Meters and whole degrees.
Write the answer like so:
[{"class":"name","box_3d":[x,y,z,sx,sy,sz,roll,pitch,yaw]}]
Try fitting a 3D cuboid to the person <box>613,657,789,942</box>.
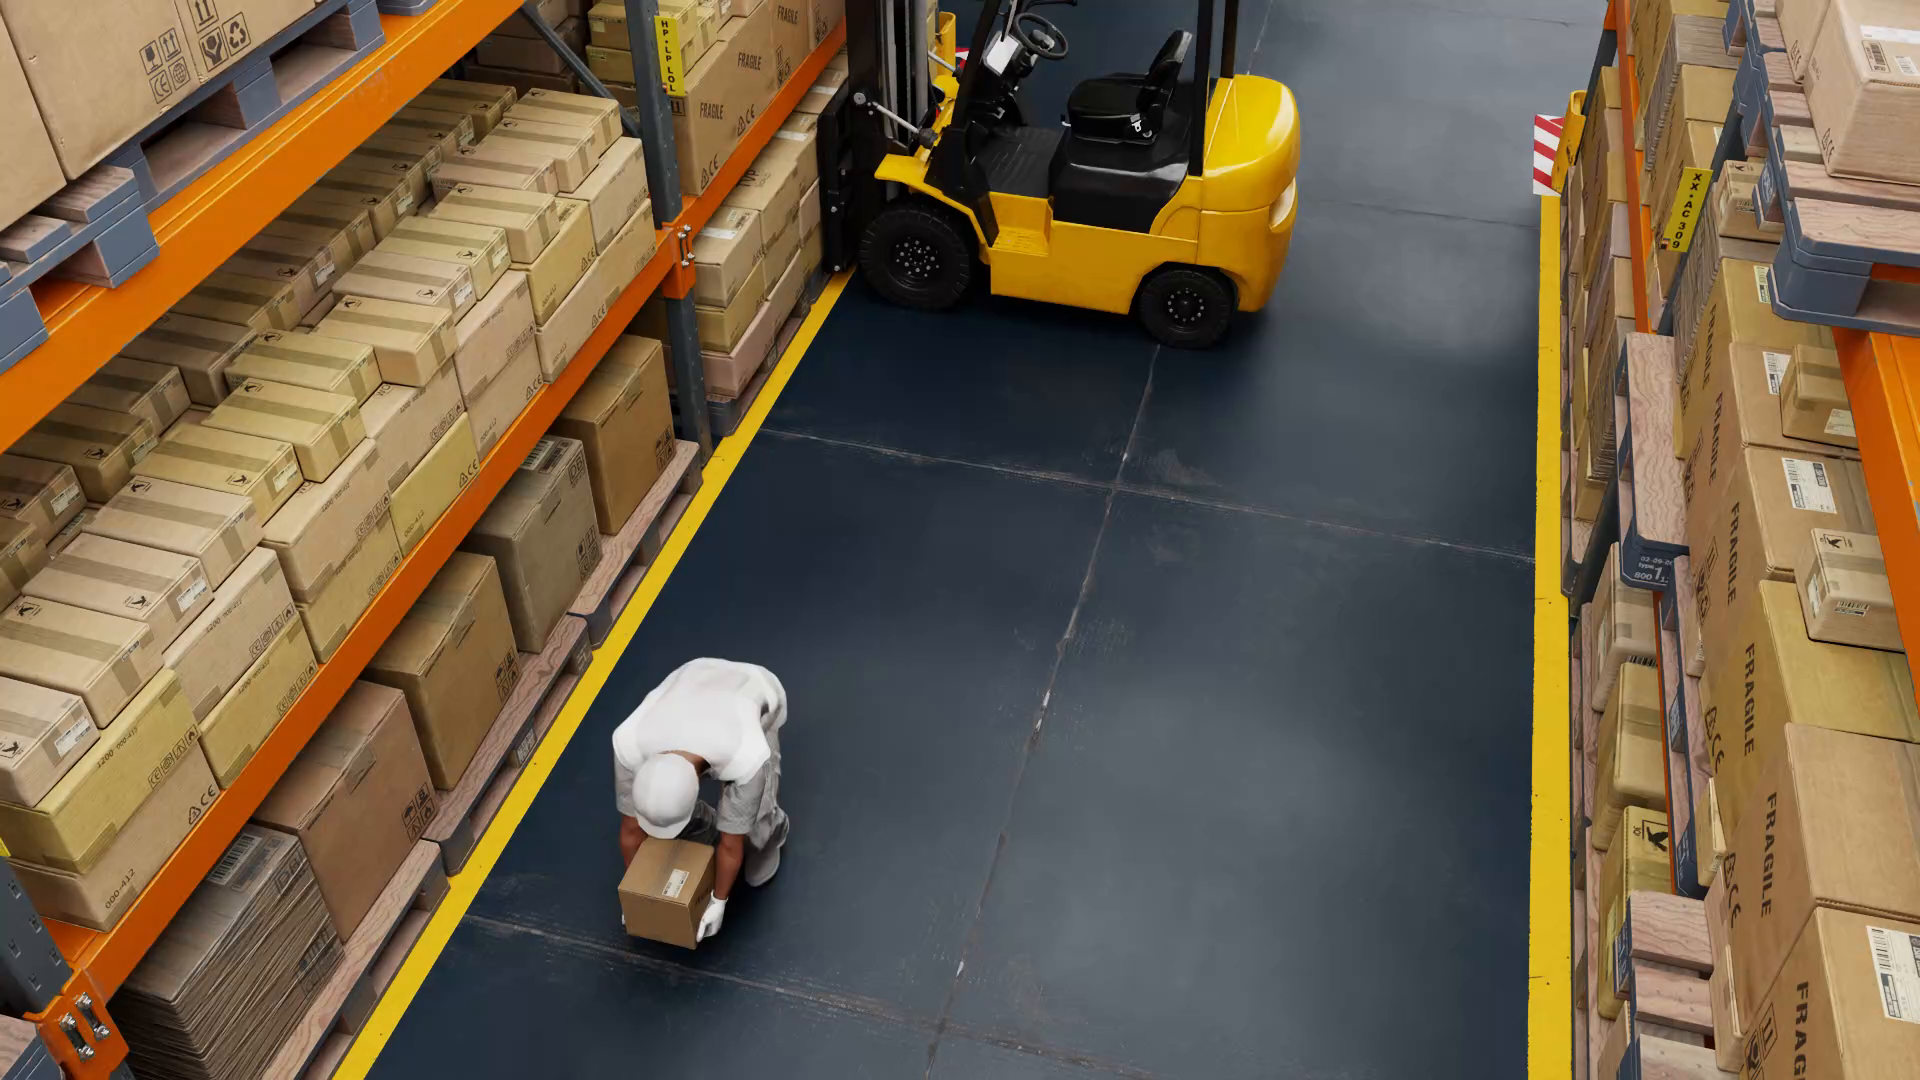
[{"class":"person","box_3d":[-0.865,0.855,5.751,0.546,1.002,0.929,9,41,10]}]
